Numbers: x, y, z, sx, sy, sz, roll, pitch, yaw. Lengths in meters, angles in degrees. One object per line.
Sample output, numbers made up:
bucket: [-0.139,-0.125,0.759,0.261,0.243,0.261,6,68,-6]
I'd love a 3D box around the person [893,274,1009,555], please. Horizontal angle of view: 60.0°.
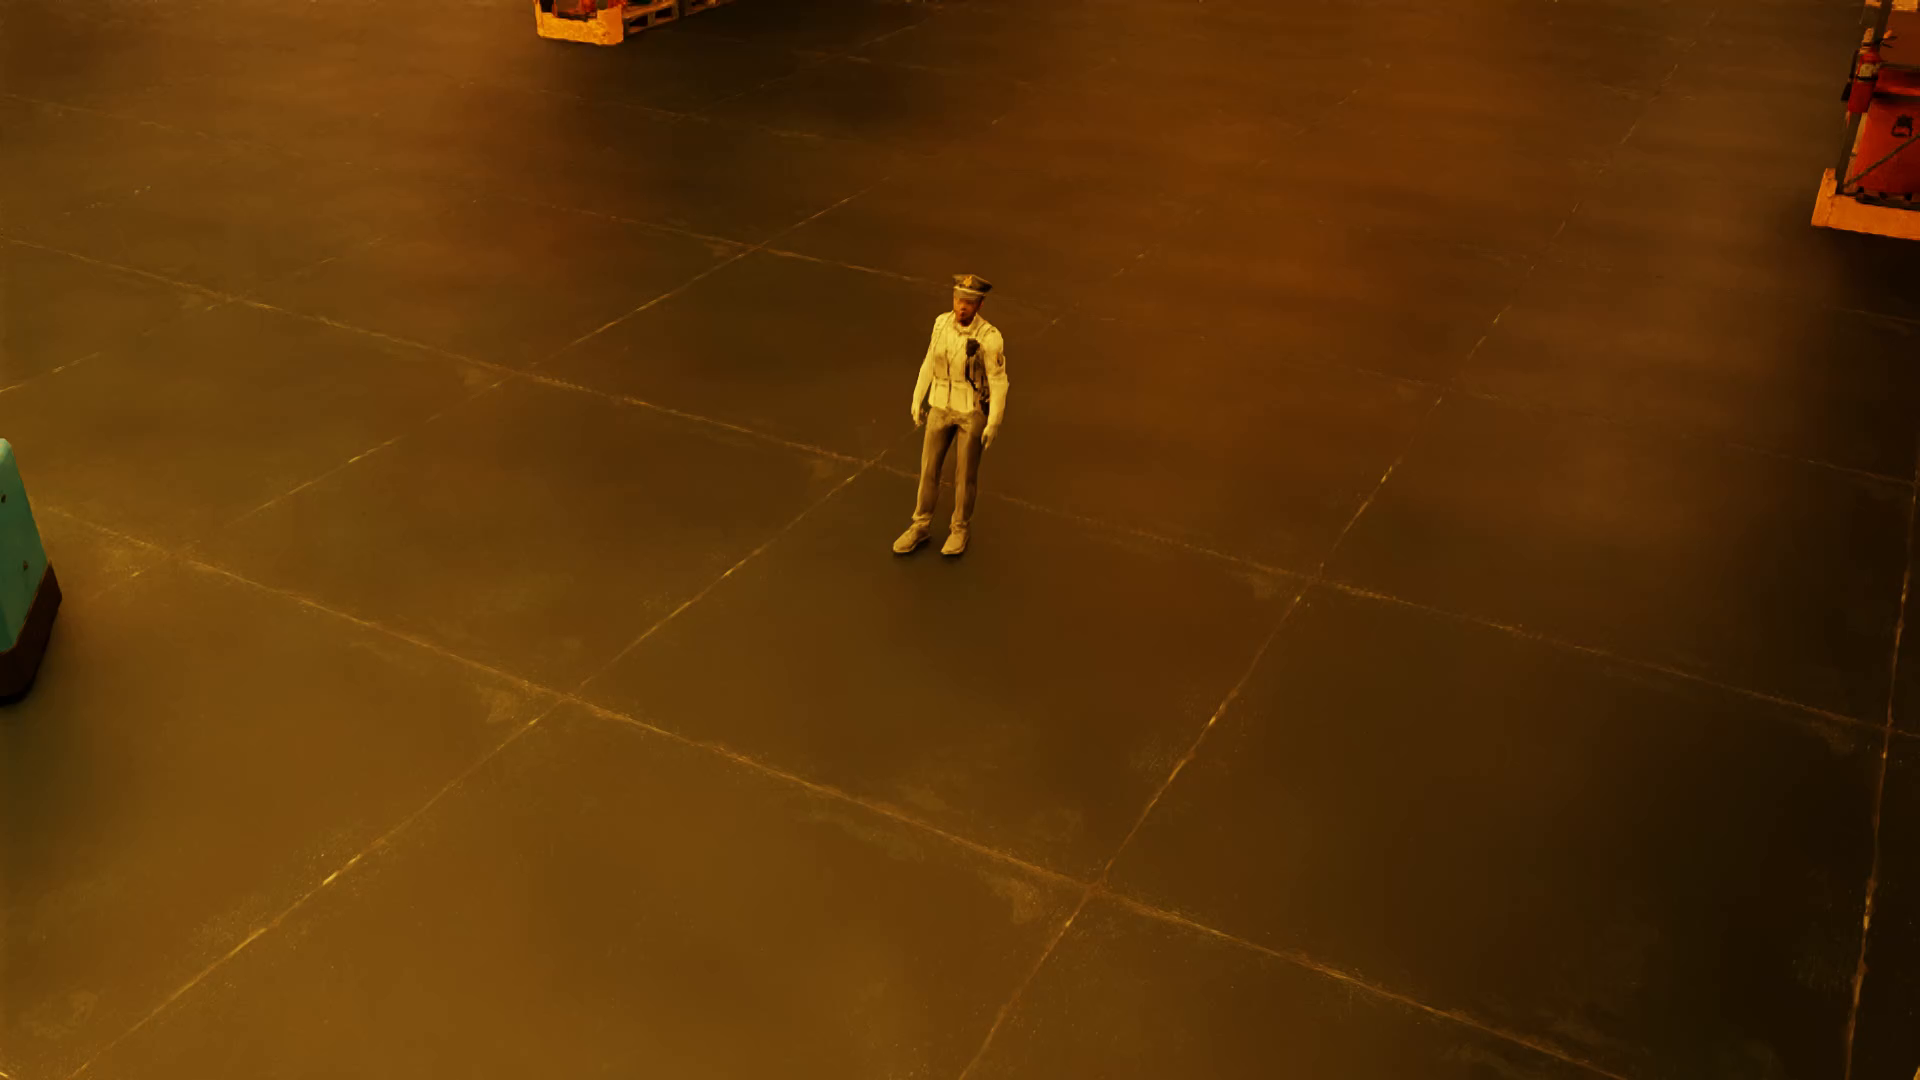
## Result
person: [-0.039,-0.712,9.527,0.586,1.695,0.532,15,33,25]

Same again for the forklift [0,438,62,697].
forklift: [-6.373,-0.481,7.904,3.031,2.935,1.130,-8,31,-13]
